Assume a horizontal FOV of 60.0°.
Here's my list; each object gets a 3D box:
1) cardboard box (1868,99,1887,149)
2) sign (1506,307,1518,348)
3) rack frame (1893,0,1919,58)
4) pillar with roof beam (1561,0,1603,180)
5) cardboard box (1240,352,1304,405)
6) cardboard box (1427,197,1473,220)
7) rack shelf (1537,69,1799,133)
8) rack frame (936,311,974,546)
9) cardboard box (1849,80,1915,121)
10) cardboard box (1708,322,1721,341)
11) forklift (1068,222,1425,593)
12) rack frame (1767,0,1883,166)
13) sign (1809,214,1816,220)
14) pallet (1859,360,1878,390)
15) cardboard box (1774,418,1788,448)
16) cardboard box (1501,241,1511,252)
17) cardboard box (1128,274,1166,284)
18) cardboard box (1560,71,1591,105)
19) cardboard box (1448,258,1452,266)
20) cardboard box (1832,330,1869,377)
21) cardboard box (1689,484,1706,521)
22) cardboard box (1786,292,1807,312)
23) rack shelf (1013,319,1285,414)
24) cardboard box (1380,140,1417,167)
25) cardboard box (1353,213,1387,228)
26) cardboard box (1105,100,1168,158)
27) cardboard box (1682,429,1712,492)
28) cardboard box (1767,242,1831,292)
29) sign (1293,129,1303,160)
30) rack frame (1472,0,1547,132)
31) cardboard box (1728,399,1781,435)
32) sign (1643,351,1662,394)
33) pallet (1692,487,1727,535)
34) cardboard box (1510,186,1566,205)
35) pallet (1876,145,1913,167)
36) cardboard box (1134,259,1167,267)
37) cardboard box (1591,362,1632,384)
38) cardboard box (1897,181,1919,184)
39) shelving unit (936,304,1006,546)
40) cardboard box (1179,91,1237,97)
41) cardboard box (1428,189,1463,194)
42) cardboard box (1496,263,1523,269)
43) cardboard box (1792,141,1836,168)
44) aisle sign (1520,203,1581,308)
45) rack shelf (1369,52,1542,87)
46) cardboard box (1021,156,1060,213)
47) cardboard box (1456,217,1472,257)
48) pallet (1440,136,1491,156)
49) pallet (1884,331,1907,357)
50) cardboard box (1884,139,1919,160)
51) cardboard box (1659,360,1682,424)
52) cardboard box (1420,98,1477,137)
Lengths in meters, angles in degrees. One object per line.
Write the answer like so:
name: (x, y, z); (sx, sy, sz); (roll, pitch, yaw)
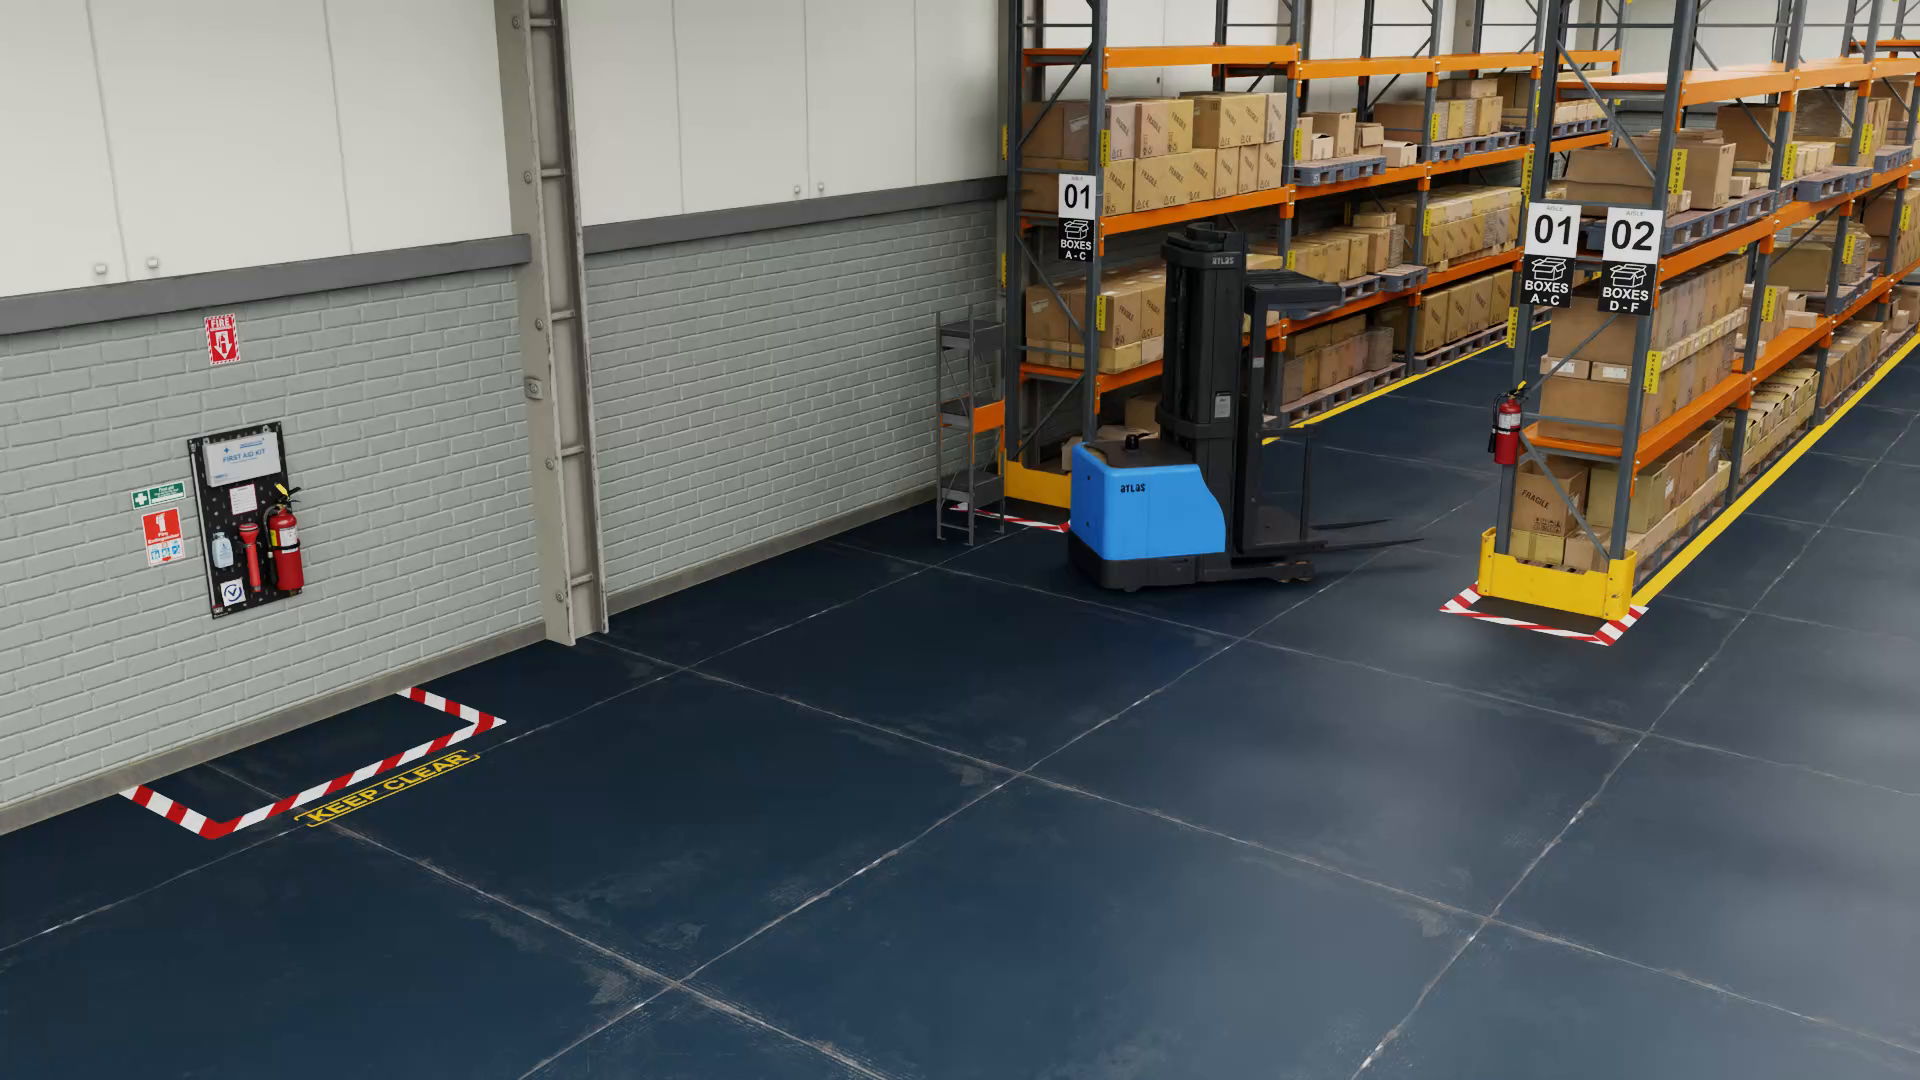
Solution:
cardboard box: (11.273, -5.251, 20.998); (0.600, 0.600, 0.600); (12, 21, 34)
sign: (4.435, -1.700, 13.314); (0.100, 0.325, 0.005); (12, 21, 35)
rack frame: (14.396, -7.610, 24.583); (1.000, 3.000, 0.127); (12, 21, 35)
pillar with roof beam: (14.787, -8.520, 27.512); (9.100, 9.000, 0.400); (12, 21, 35)
cardboard box: (3.690, -1.956, 19.964); (0.700, 0.500, 0.500); (13, 22, 37)
cardboard box: (6.740, -4.582, 22.980); (0.500, 0.250, 0.500); (13, 21, 35)
rack shelf: (6.054, -3.741, 14.011); (1.077, 0.370, 4.000); (12, 21, 35)
rack frame: (-0.047, -0.984, 14.878); (0.400, 2.100, 0.015); (12, 21, 35)
cardboard box: (12.271, -5.873, 22.191); (0.700, 0.500, 0.500); (12, 21, 35)
cardboard box: (6.648, -1.900, 15.048); (0.380, 0.149, 0.250); (12, 21, 34)
forklift: (2.522, -1.183, 14.118); (3.031, 2.935, 1.130); (-4, 18, -14)
rack frame: (9.629, -5.705, 18.447); (1.000, 3.000, 0.127); (12, 21, 35)
sign: (11.572, -4.300, 22.579); (0.100, 0.325, 0.005); (12, 21, 35)
pallet: (11.558, -2.260, 22.173); (1.003, 0.211, 1.213); (12, 21, 35)
cardboard box: (8.601, -1.193, 17.963); (0.500, 0.250, 0.500); (13, 21, 36)
cardboard box: (7.926, -4.362, 24.628); (0.380, 0.149, 0.250); (13, 21, 36)
cardboard box: (2.023, -2.403, 16.886); (0.500, 0.500, 0.500); (12, 21, 33)
cardboard box: (9.587, -7.121, 26.178); (0.500, 0.500, 0.500); (11, 21, 32)
cardboard box: (6.613, -3.893, 23.119); (0.380, 0.149, 0.250); (13, 21, 36)
cardboard box: (11.348, -2.405, 21.410); (0.500, 0.500, 0.500); (13, 21, 35)
cardboard box: (6.553, -0.386, 15.365); (0.500, 0.250, 0.500); (12, 21, 35)
cardboard box: (9.377, -2.718, 19.096); (0.500, 0.311, 0.500); (14, 22, 38)
rack shelf: (2.073, -1.942, 17.658); (1.077, 0.370, 4.000); (12, 21, 35)
cardboard box: (5.436, -4.895, 21.012); (0.500, 0.311, 0.500); (12, 21, 35)
cardboard box: (5.287, -4.115, 21.440); (0.380, 0.149, 0.250); (9, 19, 26)
cardboard box: (1.646, -3.936, 15.919); (0.500, 0.500, 0.500); (12, 21, 34)
cardboard box: (6.543, -0.747, 15.261); (0.500, 0.500, 0.500); (12, 21, 35)
cardboard box: (9.914, -3.258, 19.807); (0.700, 0.500, 0.500); (5, 18, 16)
sign: (3.706, -4.347, 18.260); (0.100, 0.325, 0.005); (12, 21, 35)
rack frame: (8.032, -7.532, 24.331); (1.000, 3.000, 0.127); (12, 21, 35)
cardboard box: (8.302, -1.339, 17.485); (0.500, 0.311, 0.500); (12, 21, 33)
sign: (5.305, -1.286, 12.741); (0.100, 0.325, 0.005); (12, 21, 35)
pallet: (6.738, -0.373, 16.096); (1.003, 0.211, 1.213); (12, 21, 35)
cardboard box: (9.233, -5.284, 26.703); (0.980, 0.700, 0.700); (11, 20, 32)
pallet: (11.567, -4.992, 21.528); (1.213, 0.211, 1.003); (12, 21, 35)
cardboard box: (2.205, -2.742, 17.978); (0.500, 0.500, 0.500); (13, 22, 36)
cardboard box: (5.269, -1.347, 13.268); (0.380, 0.149, 0.250); (12, 21, 34)
cardboard box: (14.051, -4.995, 24.424); (0.500, 0.500, 0.500); (13, 22, 36)
shelving unit: (0.099, -1.042, 15.066); (0.431, 2.100, 0.503); (12, 21, 35)
cardboard box: (2.744, -4.663, 18.261); (0.500, 0.500, 0.500); (13, 21, 36)
cardboard box: (6.948, -4.915, 24.051); (0.500, 0.250, 0.500); (12, 21, 33)
cardboard box: (8.783, -4.333, 26.558); (0.380, 0.149, 0.250); (12, 21, 33)
cardboard box: (9.404, -4.283, 18.472); (0.500, 0.250, 0.500); (11, 20, 31)
aisle sign: (4.587, -2.212, 12.932); (0.394, 0.787, 0.004); (12, 21, 35)
rack shelf: (6.840, -6.521, 22.963); (1.077, 0.370, 4.000); (12, 21, 35)
cardboard box: (0.927, -3.443, 16.018); (0.500, 0.500, 0.500); (14, 22, 39)
cardboard box: (6.760, -4.225, 23.094); (0.500, 0.500, 0.500); (12, 21, 34)
pallet: (6.653, -5.486, 23.119); (1.003, 0.211, 1.213); (14, 22, 37)
pallet: (13.149, -2.916, 24.284); (1.003, 0.211, 1.213); (12, 21, 35)
cardboard box: (12.501, -5.225, 22.214); (0.500, 0.250, 0.500); (12, 21, 35)
cardboard box: (5.760, -1.334, 14.320); (0.700, 0.500, 0.500); (13, 21, 35)
cardboard box: (6.790, -5.915, 23.272); (0.700, 0.500, 0.500); (12, 21, 35)
